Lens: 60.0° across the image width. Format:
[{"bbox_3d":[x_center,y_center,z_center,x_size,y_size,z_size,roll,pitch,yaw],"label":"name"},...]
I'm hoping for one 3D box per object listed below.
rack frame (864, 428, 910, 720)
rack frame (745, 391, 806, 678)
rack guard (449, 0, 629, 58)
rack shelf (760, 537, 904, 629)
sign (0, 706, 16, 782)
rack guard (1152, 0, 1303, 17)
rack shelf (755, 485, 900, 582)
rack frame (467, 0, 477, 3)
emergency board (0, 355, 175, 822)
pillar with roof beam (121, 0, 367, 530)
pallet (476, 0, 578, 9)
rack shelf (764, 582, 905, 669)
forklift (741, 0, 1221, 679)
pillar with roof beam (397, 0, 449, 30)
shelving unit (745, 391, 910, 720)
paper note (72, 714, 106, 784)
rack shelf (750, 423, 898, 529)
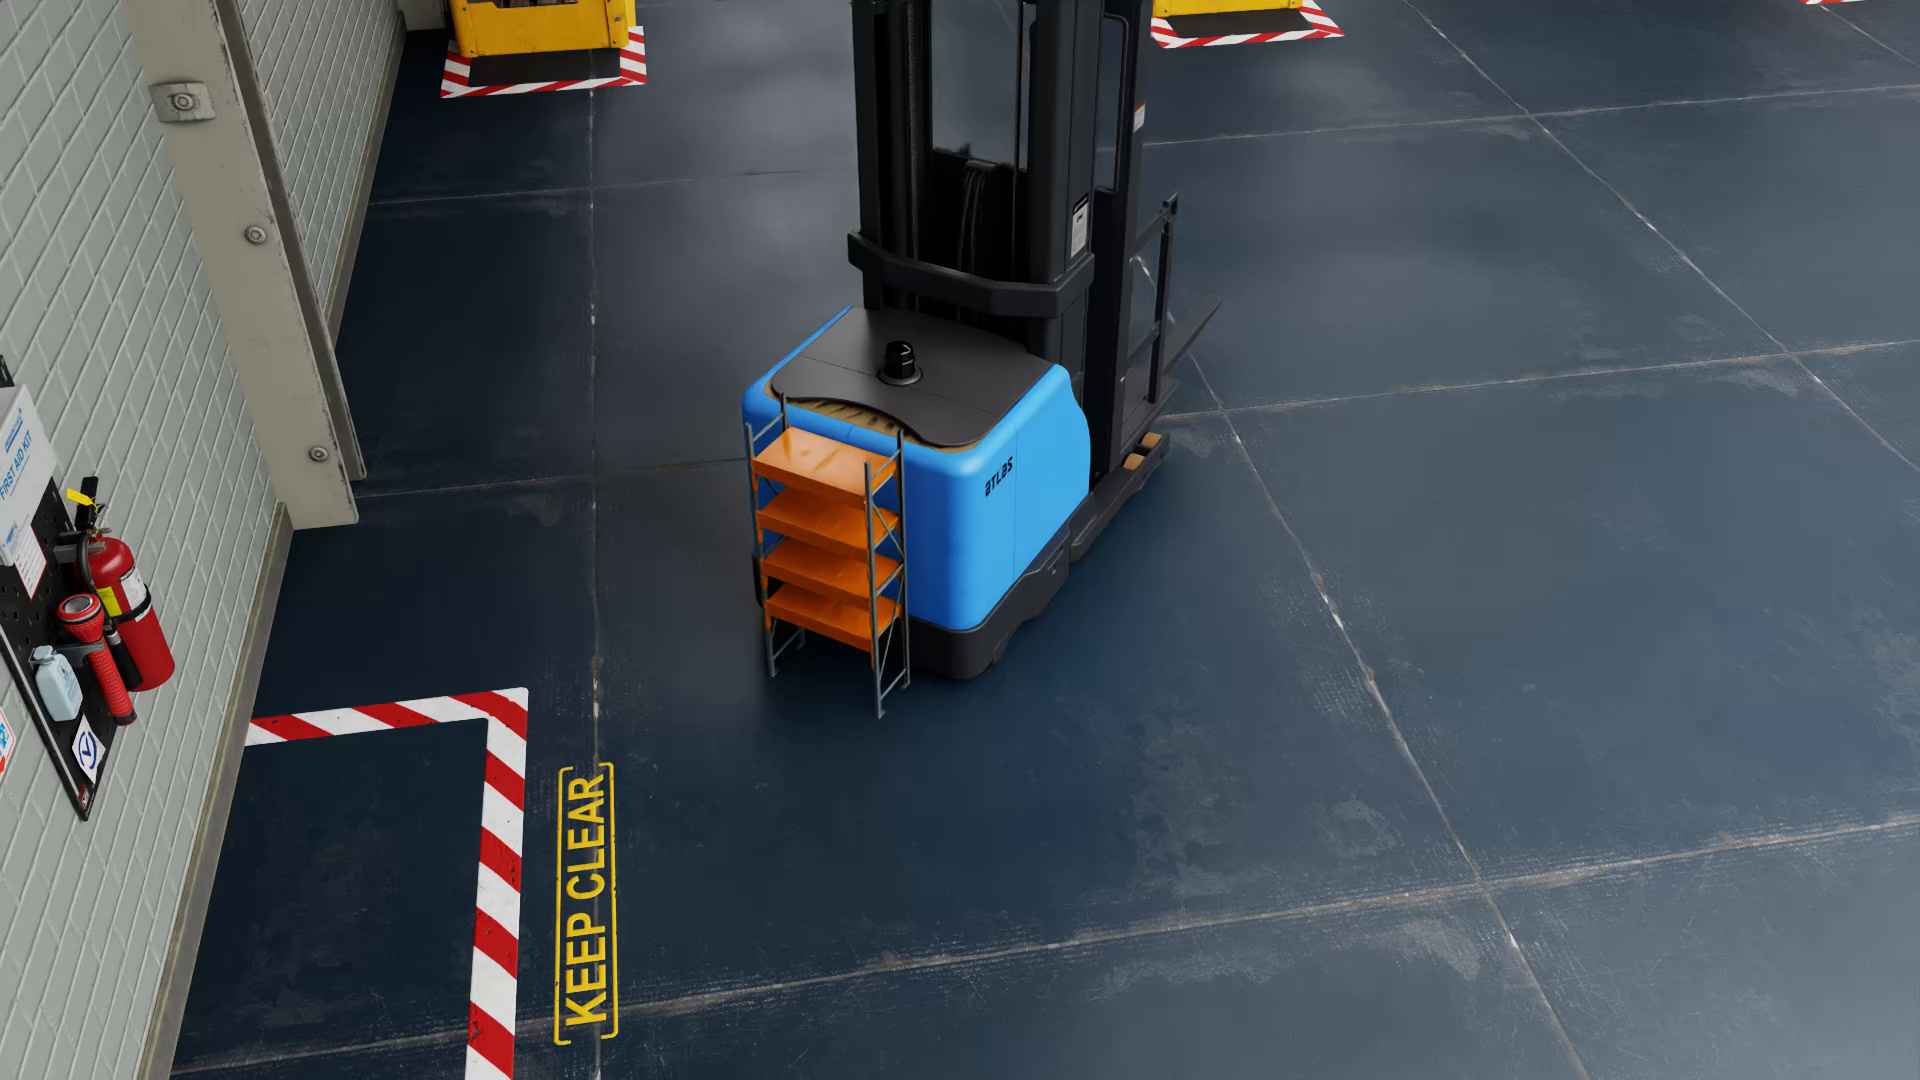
[{"bbox_3d":[-0.261,0.149,6.079,0.015,1.200,0.240,19,42,22],"label":"rack frame"},{"bbox_3d":[-0.689,0.005,6.264,0.015,1.200,0.240,19,42,22],"label":"rack frame"},{"bbox_3d":[-2.940,-3.715,11.625,1.175,0.500,0.348,-6,38,-8],"label":"rack guard"},{"bbox_3d":[-0.475,0.130,6.213,0.480,0.148,0.258,19,42,22],"label":"rack shelf"},{"bbox_3d":[-2.458,0.466,4.177,0.001,0.329,0.234,-6,38,-8],"label":"sign"},{"bbox_3d":[1.954,-4.190,12.236,1.175,0.500,0.348,-6,38,-8],"label":"rack guard"},{"bbox_3d":[-0.475,-0.046,6.076,0.480,0.148,0.258,19,42,22],"label":"rack shelf"},{"bbox_3d":[-2.926,-4.656,10.799,1.000,3.000,0.127,-6,38,-8],"label":"rack frame"},{"bbox_3d":[-2.453,0.135,4.632,0.194,1.169,0.643,-6,38,-8],"label":"emergency board"},{"bbox_3d":[1.390,-4.194,5.314,9.100,9.000,0.400,-6,38,-8],"label":"pillar with roof beam"},{"bbox_3d":[-3.047,-4.096,12.350,1.003,0.211,1.213,-6,38,-8],"label":"pallet"},{"bbox_3d":[-0.474,0.287,6.335,0.480,0.148,0.258,19,42,22],"label":"rack shelf"},{"bbox_3d":[0.311,-1.506,6.799,1.130,2.935,3.031,19,42,22],"label":"forklift"},{"bbox_3d":[0.338,-7.818,9.979,9.100,9.000,0.400,-6,38,-8],"label":"pillar with roof beam"},{"bbox_3d":[-0.475,0.077,6.172,0.503,1.200,0.258,19,42,22],"label":"shelving unit"},{"bbox_3d":[-2.490,0.597,4.755,0.016,0.148,0.142,-6,38,-8],"label":"paper note"},{"bbox_3d":[-0.475,-0.232,5.930,0.480,0.148,0.258,19,42,22],"label":"rack shelf"}]
